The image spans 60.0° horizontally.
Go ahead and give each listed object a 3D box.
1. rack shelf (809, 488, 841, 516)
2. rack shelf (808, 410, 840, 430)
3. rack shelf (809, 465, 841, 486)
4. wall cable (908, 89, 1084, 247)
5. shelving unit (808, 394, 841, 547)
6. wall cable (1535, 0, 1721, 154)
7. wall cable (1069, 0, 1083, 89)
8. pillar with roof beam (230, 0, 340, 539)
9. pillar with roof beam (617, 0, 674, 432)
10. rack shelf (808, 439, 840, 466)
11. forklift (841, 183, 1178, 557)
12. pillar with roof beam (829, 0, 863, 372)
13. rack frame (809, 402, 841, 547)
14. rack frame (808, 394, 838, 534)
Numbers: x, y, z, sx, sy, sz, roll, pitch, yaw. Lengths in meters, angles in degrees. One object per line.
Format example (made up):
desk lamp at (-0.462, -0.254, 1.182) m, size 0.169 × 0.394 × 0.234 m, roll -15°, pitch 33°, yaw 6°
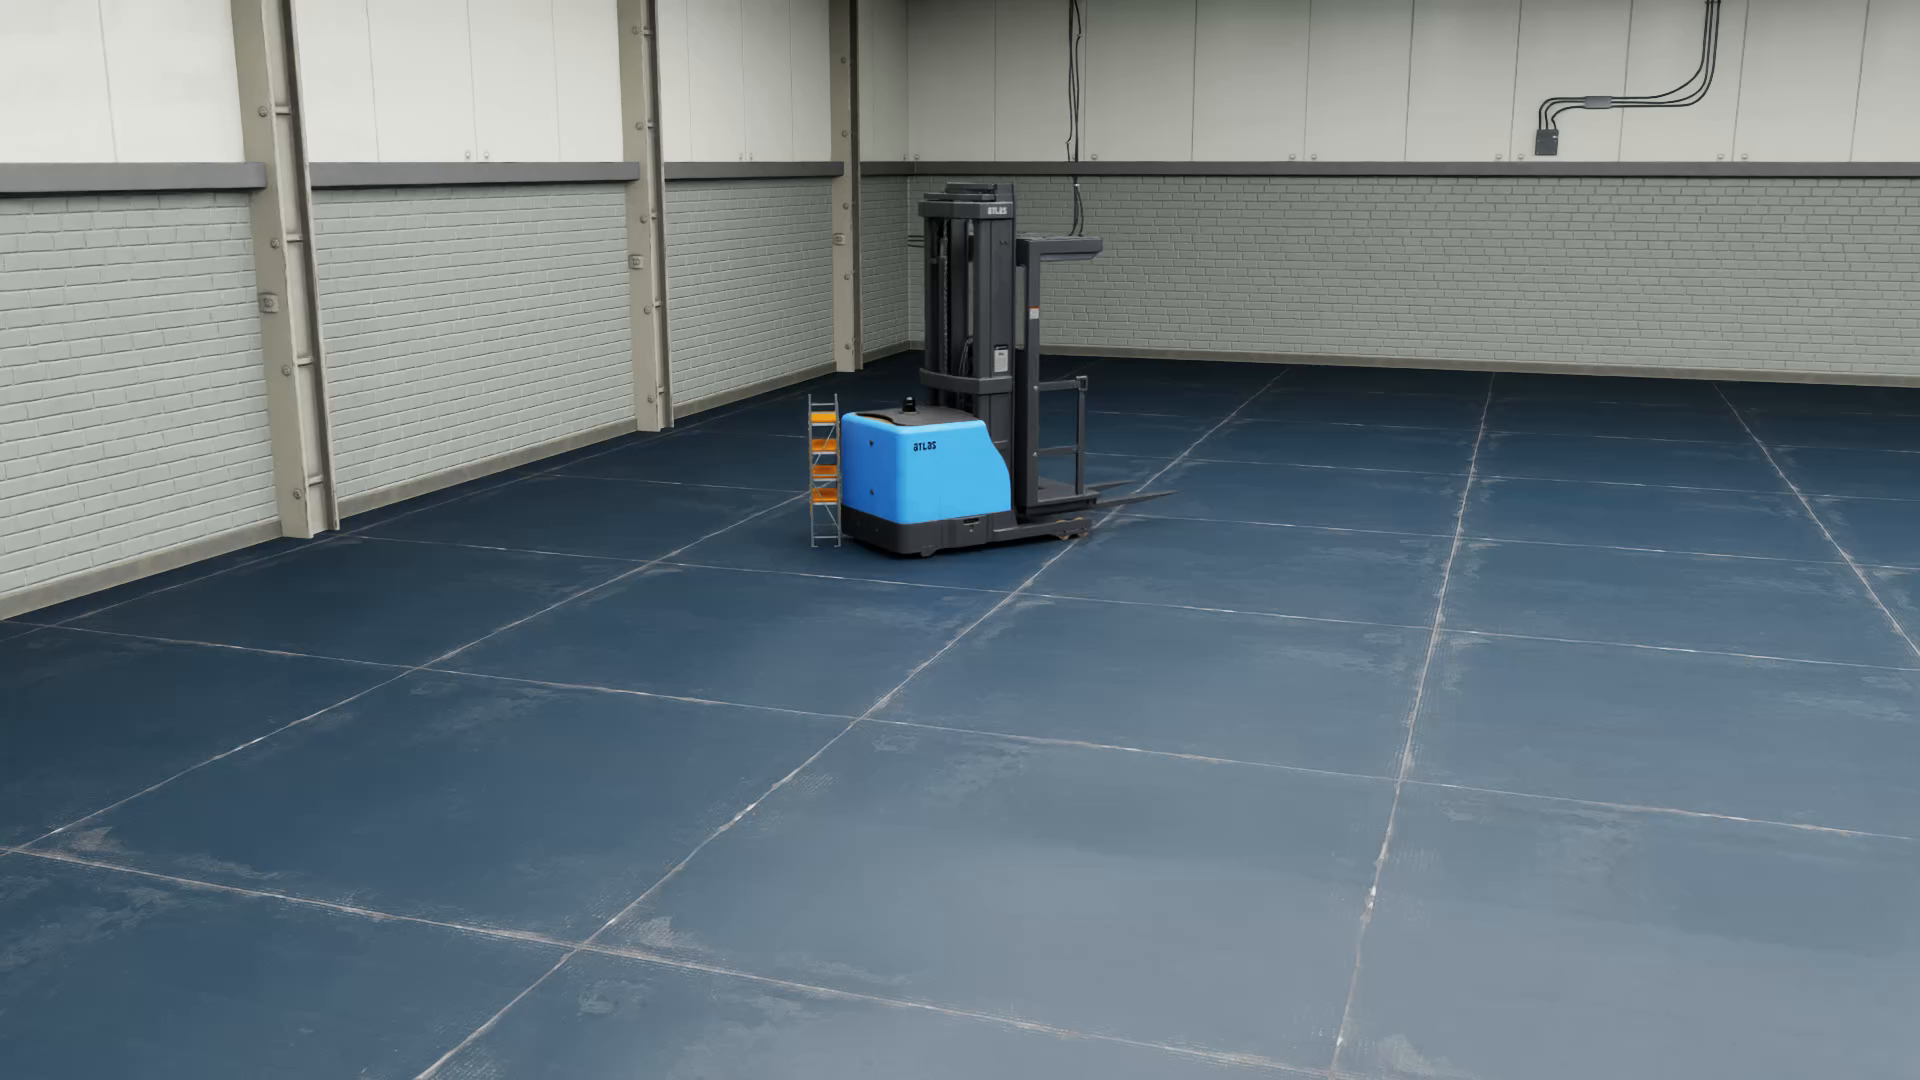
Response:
rack shelf at (-1.129, -0.324, 13.906) m, size 0.258 × 0.148 × 0.480 m, roll -1°, pitch 13°, yaw -5°
rack shelf at (-1.129, -0.966, 13.759) m, size 0.258 × 0.148 × 0.480 m, roll -1°, pitch 13°, yaw -5°
rack shelf at (-1.129, -0.518, 13.862) m, size 0.258 × 0.148 × 0.480 m, roll -1°, pitch 13°, yaw -5°
wall cable at (0.510, -5.990, 26.986) m, size 3.097 × 2.526 × 0.112 m, roll 4°, pitch 14°, yaw 18°
shelving unit at (-1.129, -0.583, 13.847) m, size 0.258 × 1.200 × 0.503 m, roll -1°, pitch 13°, yaw -5°
wall cable at (9.487, -8.475, 23.253) m, size 2.305 × 6.003 × 0.169 m, roll 4°, pitch 14°, yaw 18°
wall cable at (3.070, -8.257, 25.571) m, size 3.097 × 2.526 × 0.112 m, roll 4°, pitch 14°, yaw 18°
pillar with roof beam at (-1.504, -4.142, 11.912) m, size 9.100 × 9.000 × 0.400 m, roll 4°, pitch 14°, yaw 18°
pillar with roof beam at (0.437, -5.405, 17.447) m, size 9.100 × 9.000 × 0.400 m, roll 4°, pitch 14°, yaw 18°
rack shelf at (-1.129, -0.736, 13.812) m, size 0.258 × 0.148 × 0.480 m, roll -1°, pitch 13°, yaw -5°
forklift at (0.514, -1.524, 14.076) m, size 3.031 × 2.935 × 1.130 m, roll -8°, pitch 15°, yaw -33°
pillar with roof beam at (2.379, -6.669, 22.982) m, size 9.100 × 9.000 × 0.400 m, roll 4°, pitch 14°, yaw 18°
rack frame at (-1.107, -0.529, 13.610) m, size 0.240 × 1.200 × 0.015 m, roll -1°, pitch 13°, yaw -5°
rack frame at (-1.151, -0.637, 14.084) m, size 0.240 × 1.200 × 0.015 m, roll -1°, pitch 13°, yaw -5°
